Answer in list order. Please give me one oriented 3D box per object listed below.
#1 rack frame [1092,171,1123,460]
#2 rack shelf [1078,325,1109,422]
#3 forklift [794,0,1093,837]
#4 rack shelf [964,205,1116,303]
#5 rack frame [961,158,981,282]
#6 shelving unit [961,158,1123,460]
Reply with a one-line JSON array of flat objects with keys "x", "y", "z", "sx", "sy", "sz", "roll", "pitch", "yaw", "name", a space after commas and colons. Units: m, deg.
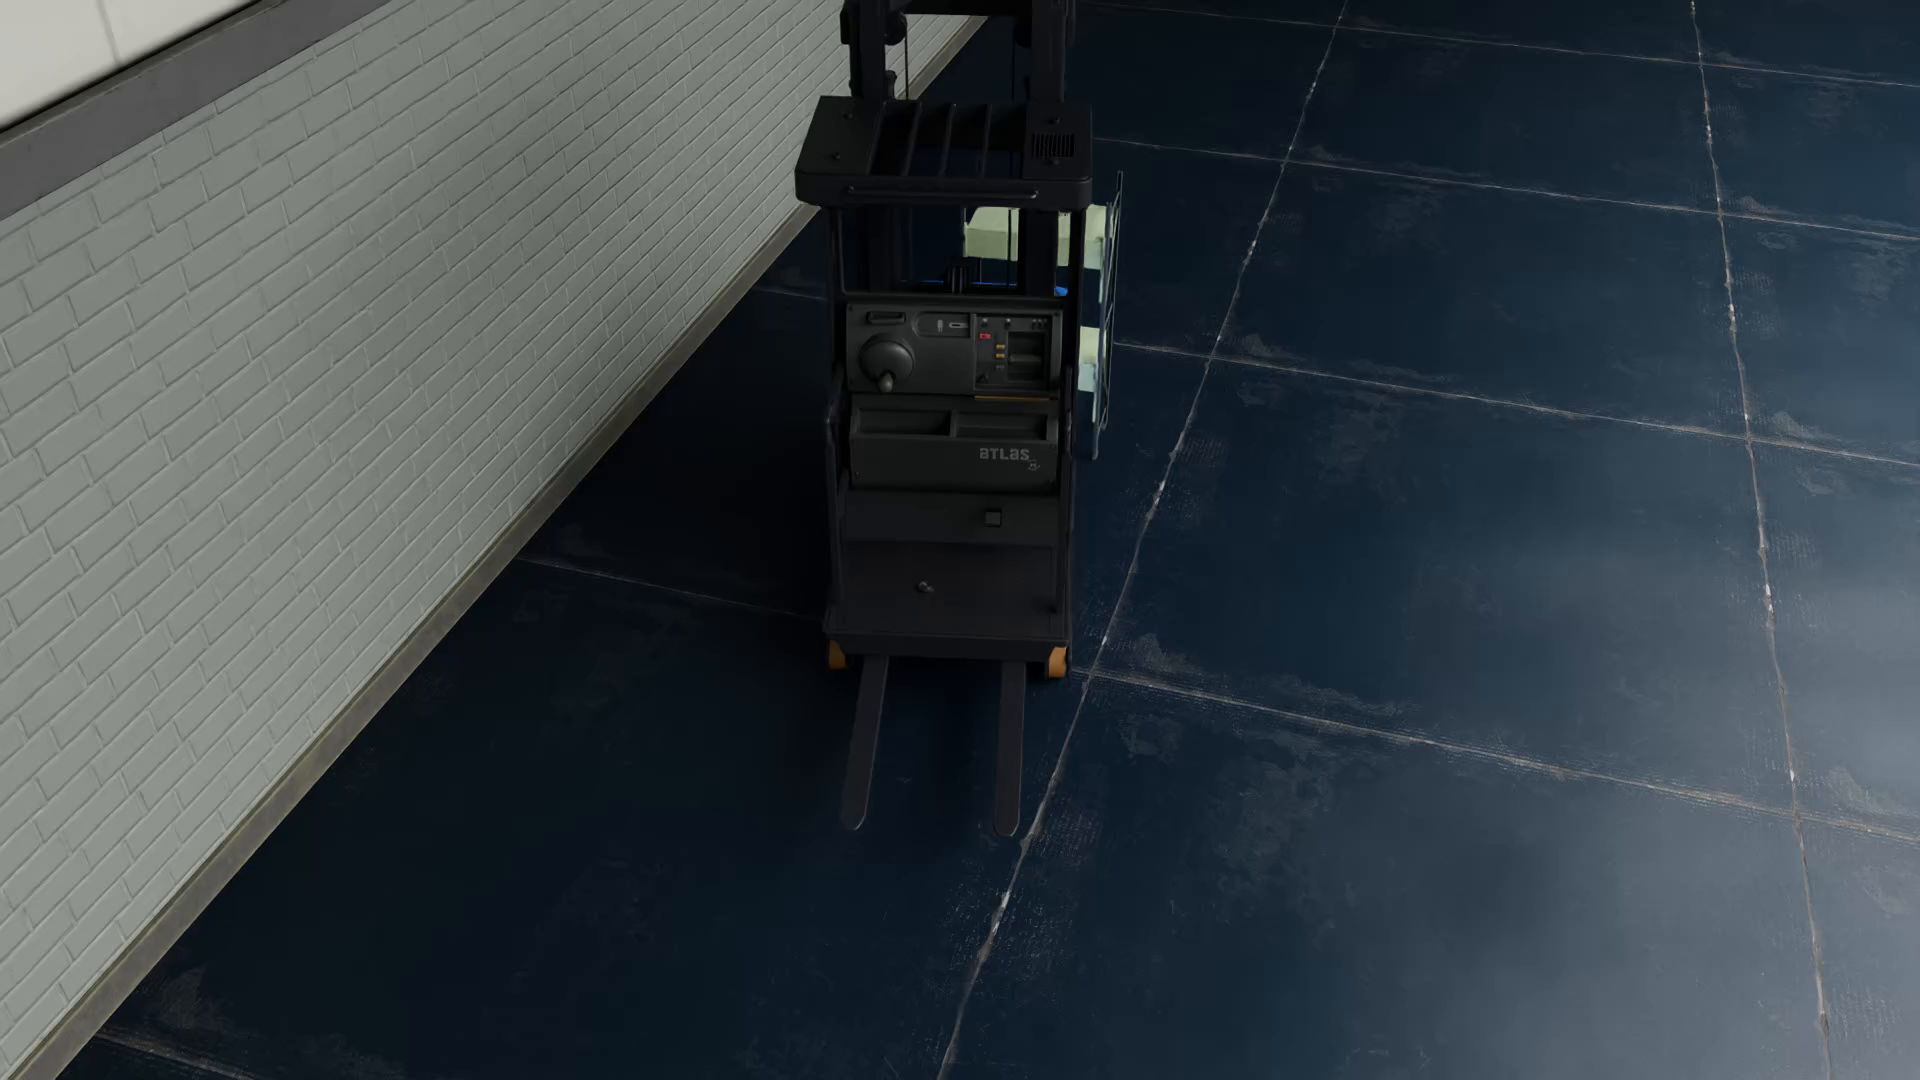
[{"x": 0.772, "y": -1.157, "z": 8.741, "sx": 0.023, "sy": 1.500, "sz": 0.400, "roll": 8, "pitch": 37, "yaw": 10, "name": "rack frame"}, {"x": 0.416, "y": -0.943, "z": 9.000, "sx": 0.720, "sy": 0.370, "sz": 0.431, "roll": 8, "pitch": 37, "yaw": 10, "name": "rack shelf"}, {"x": -0.038, "y": -0.753, "z": 6.985, "sx": 1.130, "sy": 2.935, "sz": 3.031, "roll": 2, "pitch": 36, "yaw": 3, "name": "forklift"}, {"x": 0.416, "y": -1.520, "z": 8.576, "sx": 0.720, "sy": 0.370, "sz": 0.431, "roll": 8, "pitch": 37, "yaw": 10, "name": "rack shelf"}, {"x": 0.059, "y": -1.254, "z": 8.873, "sx": 0.023, "sy": 1.500, "sz": 0.400, "roll": 8, "pitch": 37, "yaw": 10, "name": "rack frame"}, {"x": 0.416, "y": -1.205, "z": 8.807, "sx": 0.755, "sy": 1.500, "sz": 0.431, "roll": 8, "pitch": 37, "yaw": 10, "name": "shelving unit"}]
